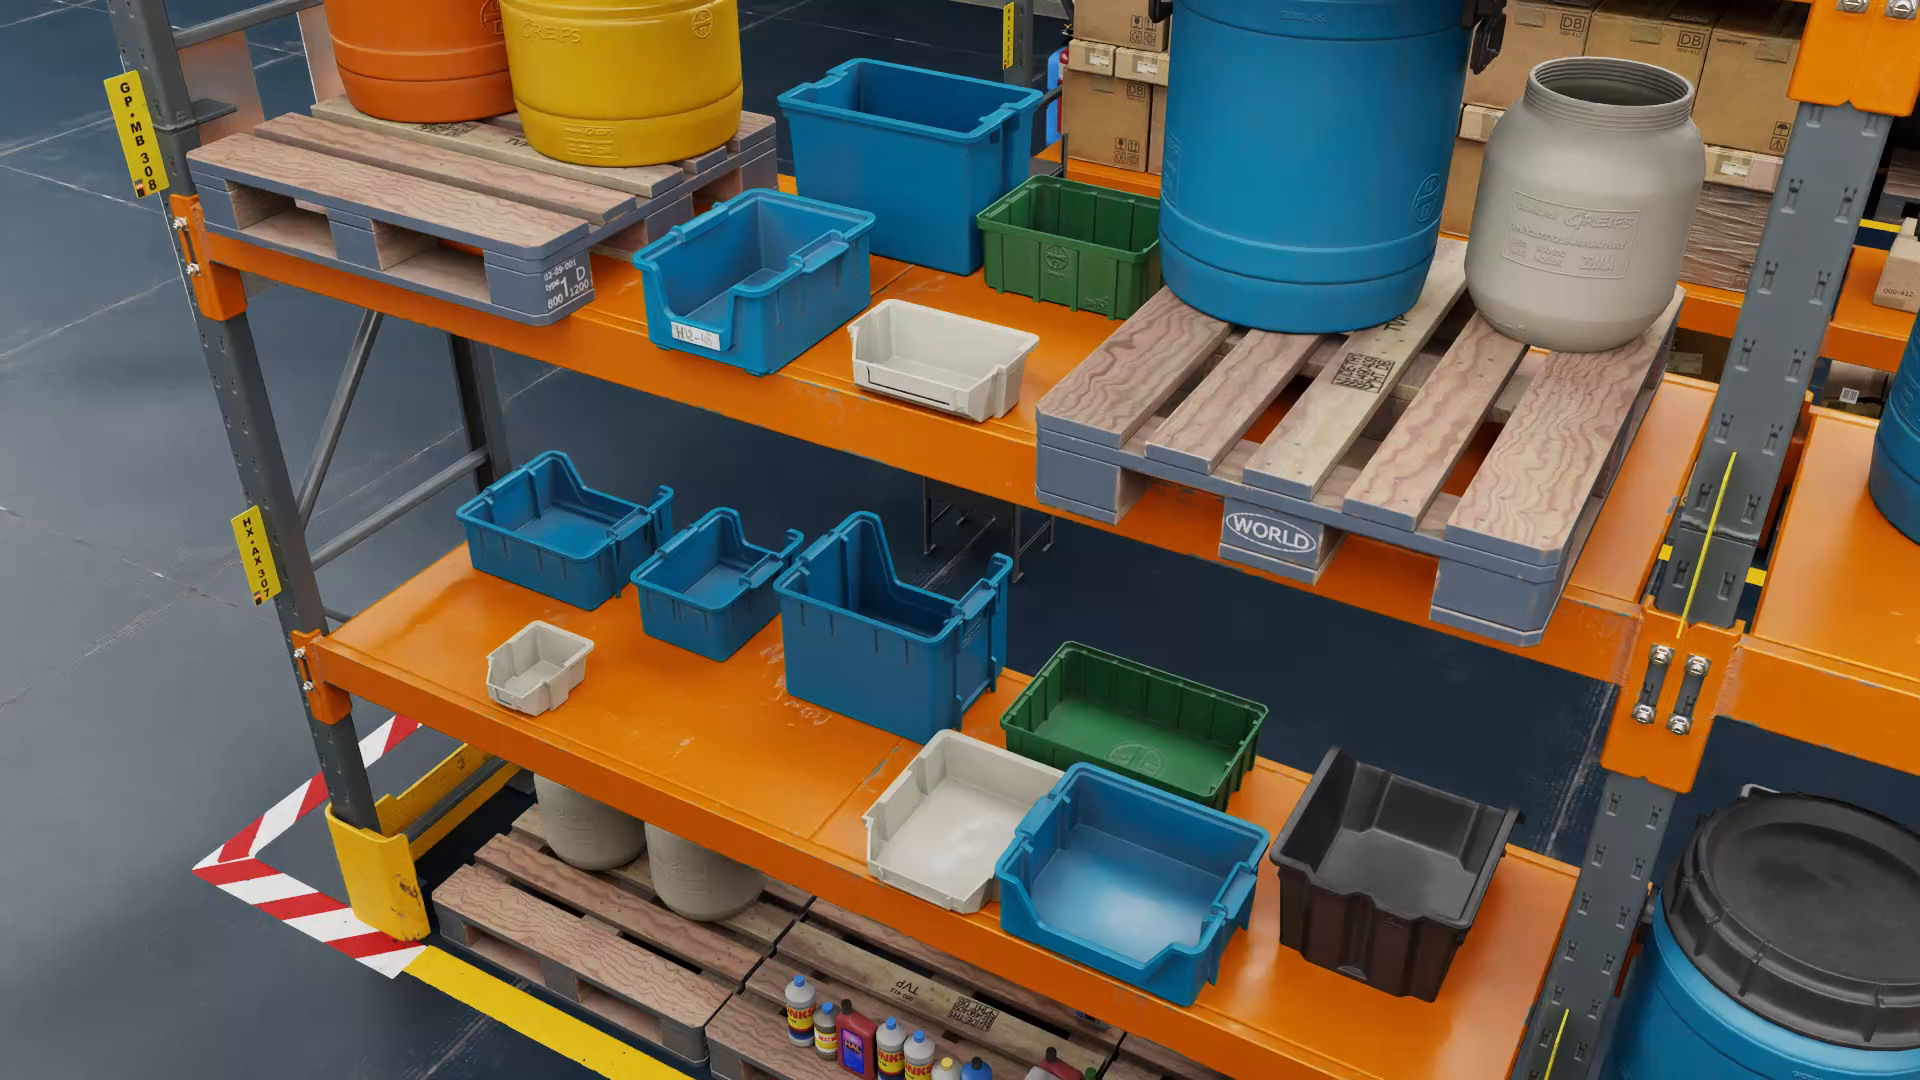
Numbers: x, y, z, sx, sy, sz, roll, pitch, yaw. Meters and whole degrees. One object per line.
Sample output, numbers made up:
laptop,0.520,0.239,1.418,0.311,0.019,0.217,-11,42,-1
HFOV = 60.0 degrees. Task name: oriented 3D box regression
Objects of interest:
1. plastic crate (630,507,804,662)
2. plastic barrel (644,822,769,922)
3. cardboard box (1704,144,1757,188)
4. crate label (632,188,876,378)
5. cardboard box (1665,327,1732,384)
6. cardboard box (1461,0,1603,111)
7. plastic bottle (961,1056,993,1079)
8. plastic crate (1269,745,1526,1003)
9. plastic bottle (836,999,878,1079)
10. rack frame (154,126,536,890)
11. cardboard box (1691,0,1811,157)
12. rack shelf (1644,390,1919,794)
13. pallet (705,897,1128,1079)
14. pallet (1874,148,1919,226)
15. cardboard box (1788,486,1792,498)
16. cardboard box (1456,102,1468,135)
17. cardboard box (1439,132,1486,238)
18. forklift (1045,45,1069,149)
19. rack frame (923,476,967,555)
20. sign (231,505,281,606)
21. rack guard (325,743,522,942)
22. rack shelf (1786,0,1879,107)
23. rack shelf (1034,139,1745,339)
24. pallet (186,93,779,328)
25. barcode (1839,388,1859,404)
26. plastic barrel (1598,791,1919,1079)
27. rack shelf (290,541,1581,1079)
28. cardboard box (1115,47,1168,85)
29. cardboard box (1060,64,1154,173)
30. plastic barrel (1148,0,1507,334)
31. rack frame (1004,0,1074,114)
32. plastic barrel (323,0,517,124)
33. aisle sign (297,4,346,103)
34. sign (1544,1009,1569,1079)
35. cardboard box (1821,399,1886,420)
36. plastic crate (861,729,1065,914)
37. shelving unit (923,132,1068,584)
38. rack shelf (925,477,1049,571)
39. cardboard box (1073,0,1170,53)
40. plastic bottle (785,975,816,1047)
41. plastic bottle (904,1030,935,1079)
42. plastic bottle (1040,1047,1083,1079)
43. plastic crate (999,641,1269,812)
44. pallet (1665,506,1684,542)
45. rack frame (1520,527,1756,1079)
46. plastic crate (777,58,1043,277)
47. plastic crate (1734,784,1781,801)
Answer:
plastic crate,-0.786,0.139,5.468,0.408,0.251,0.499,18,37,24
plastic barrel,-0.885,1.045,5.840,0.421,0.512,0.421,0,34,0
cardboard box,3.448,-1.732,7.470,0.250,0.149,0.380,17,37,23
crate label,-0.469,-0.610,3.888,0.408,0.251,0.502,18,37,24
cardboard box,3.757,-1.001,8.472,0.500,0.500,0.500,18,37,24
cardboard box,2.742,-2.357,7.823,0.500,0.500,0.700,18,37,24
plastic bottle,0.050,1.681,5.084,0.097,0.271,0.097,0,34,0
plastic crate,1.152,0.823,4.363,0.504,0.338,0.767,18,37,24
plastic bottle,-0.323,1.570,5.240,0.133,0.283,0.061,18,38,25
rack frame,-1.930,-0.097,5.690,0.127,3.000,1.000,18,37,24
cardboard box,3.616,-2.081,7.408,0.500,0.500,0.700,18,38,25
rack shelf,3.280,0.604,2.580,4.000,0.370,1.077,18,37,24
pallet,-0.083,1.624,5.622,1.213,0.211,1.003,18,37,24
pallet,7.136,-2.391,11.650,1.213,0.211,1.003,18,37,24
cardboard box,4.231,-0.180,7.916,0.500,0.250,0.500,17,37,23
cardboard box,2.328,-2.085,7.999,0.250,0.149,0.380,19,38,26
cardboard box,2.721,-1.822,8.190,0.500,0.500,0.700,18,38,25
forklift,2.135,-3.471,10.818,3.031,2.935,1.130,15,37,22
rack frame,-0.068,-0.896,7.700,0.015,2.100,0.400,18,37,24
sign,-2.206,0.051,5.218,0.005,0.325,0.100,18,37,24
rack guard,-1.840,0.941,6.385,0.348,0.500,1.175,18,37,24
rack shelf,-0.193,-1.579,3.512,4.000,0.370,1.077,18,37,24
rack shelf,2.268,-1.631,8.641,4.000,0.370,1.077,18,37,24
pallet,-1.260,-0.993,4.499,1.213,0.211,1.003,18,37,24
barcode,4.019,-0.652,7.515,0.075,0.075,0.001,18,37,24
plastic barrel,1.728,1.046,3.521,0.708,0.901,0.600,18,37,24
rack shelf,-0.193,0.752,5.063,4.000,0.370,1.077,18,37,24
cardboard box,0.996,-2.509,8.636,0.250,0.149,0.380,17,37,23
cardboard box,0.930,-2.387,9.038,0.500,0.500,0.700,18,37,24
plastic barrel,0.732,-0.955,3.440,0.708,0.901,0.600,18,37,24
rack frame,0.531,-2.480,9.268,0.127,3.000,1.000,18,37,24
plastic barrel,-1.445,-1.627,4.514,0.708,0.830,0.600,18,37,24
aisle sign,-1.845,-1.342,5.214,0.004,0.787,0.394,18,37,24
sign,1.261,1.149,3.568,0.005,0.325,0.100,18,37,24
cardboard box,4.239,-0.410,7.756,0.500,0.311,0.500,18,38,25
plastic crate,0.008,0.788,4.599,0.437,0.136,0.530,18,37,24
shelving unit,0.144,-0.828,7.600,0.503,2.100,0.431,18,37,24
rack shelf,0.144,-0.234,7.995,0.480,0.518,0.431,18,37,24
cardboard box,0.976,-2.913,8.657,0.500,0.500,0.700,18,38,25
plastic bottle,-0.510,1.504,5.350,0.097,0.271,0.097,0,34,0
plastic bottle,-0.126,1.625,5.167,0.097,0.271,0.097,0,34,0
plastic bottle,0.307,1.672,5.087,0.133,0.283,0.061,18,37,24
plastic crate,0.505,0.582,4.861,0.662,0.188,0.450,18,37,24
pallet,3.335,-0.458,8.748,1.213,0.211,1.003,18,37,24
rack frame,1.543,1.003,4.038,0.127,3.000,1.000,18,37,24
plastic crate,-0.125,-0.960,4.293,0.575,0.384,0.392,18,37,24
plastic crate,2.115,0.962,4.041,0.583,0.464,0.402,18,37,24
